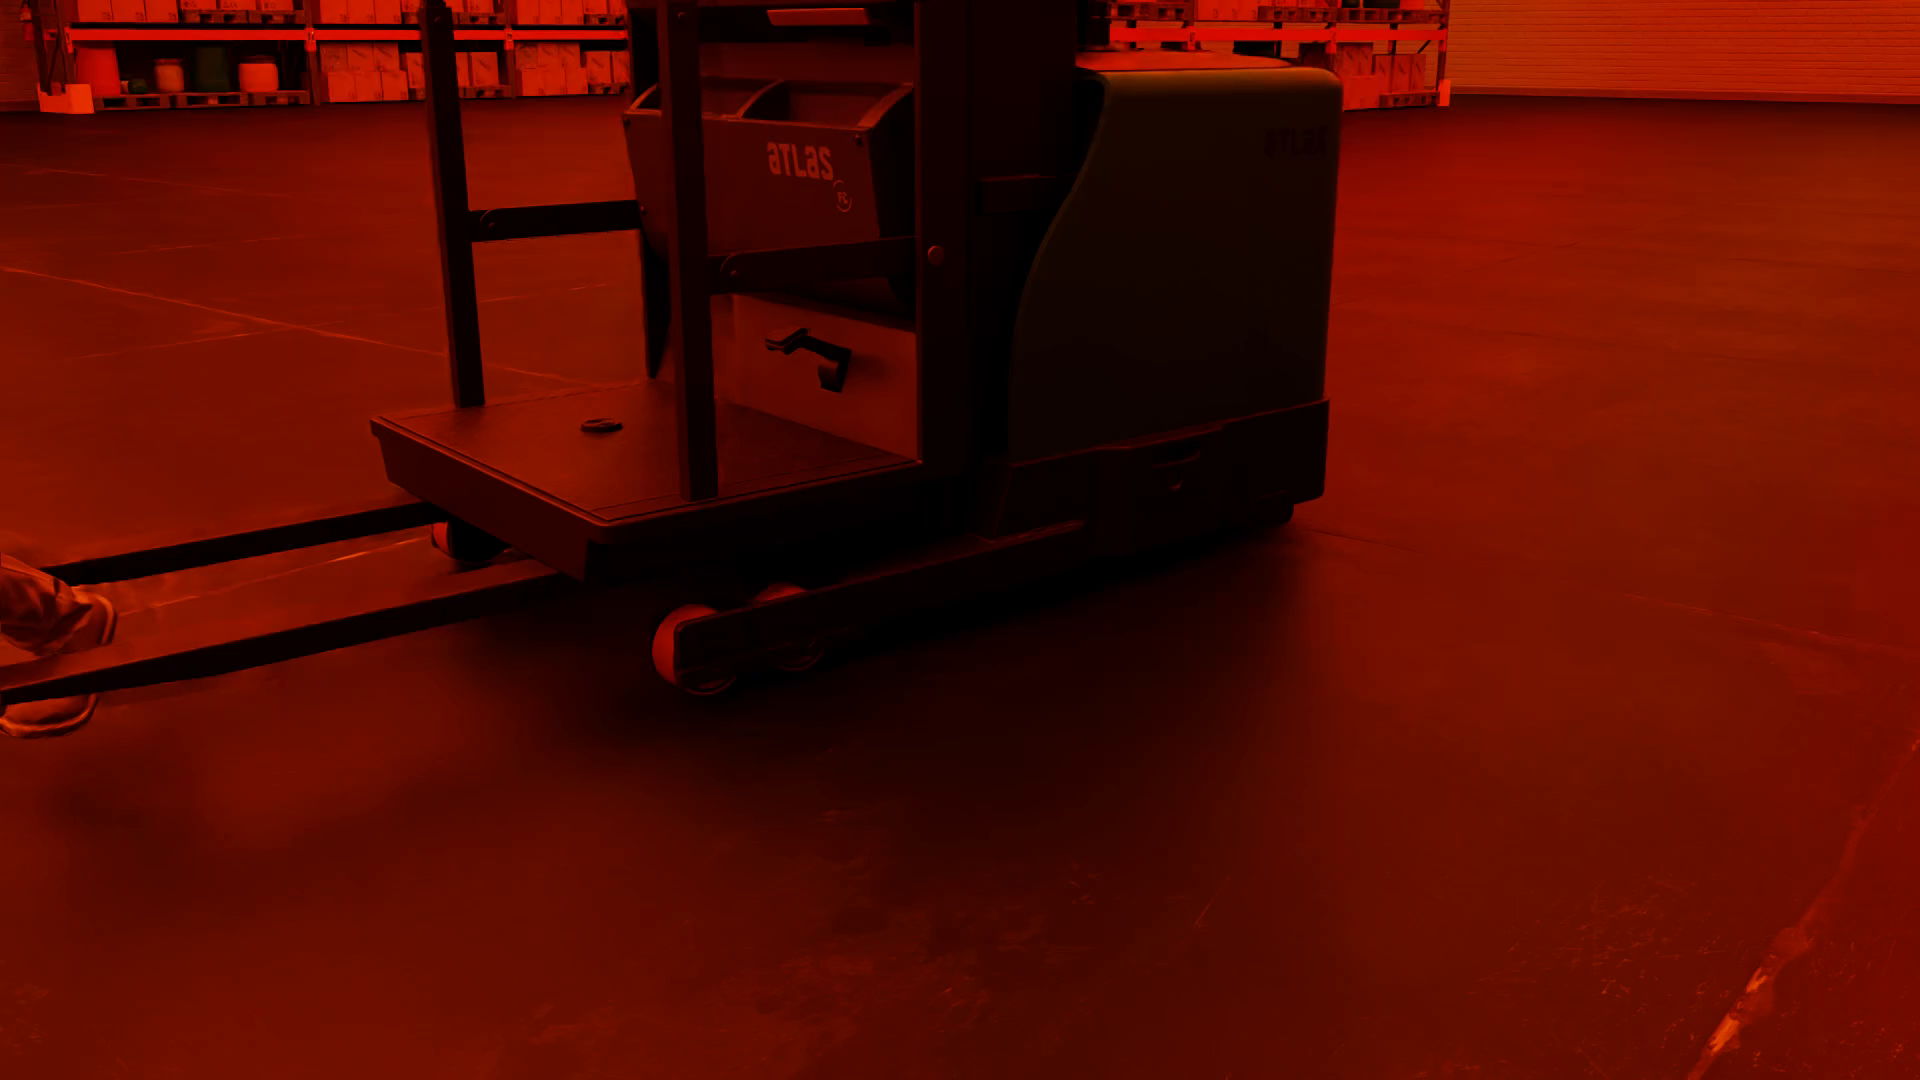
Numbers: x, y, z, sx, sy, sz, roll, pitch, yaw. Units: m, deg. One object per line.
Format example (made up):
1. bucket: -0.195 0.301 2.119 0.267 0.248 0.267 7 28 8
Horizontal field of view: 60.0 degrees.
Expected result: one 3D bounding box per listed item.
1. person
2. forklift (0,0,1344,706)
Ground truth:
1. person: -1.902 -0.417 2.536 0.973 1.471 0.709 5 18 16
2. forklift: -0.568 -1.292 3.151 3.031 2.935 1.130 -13 21 -37
